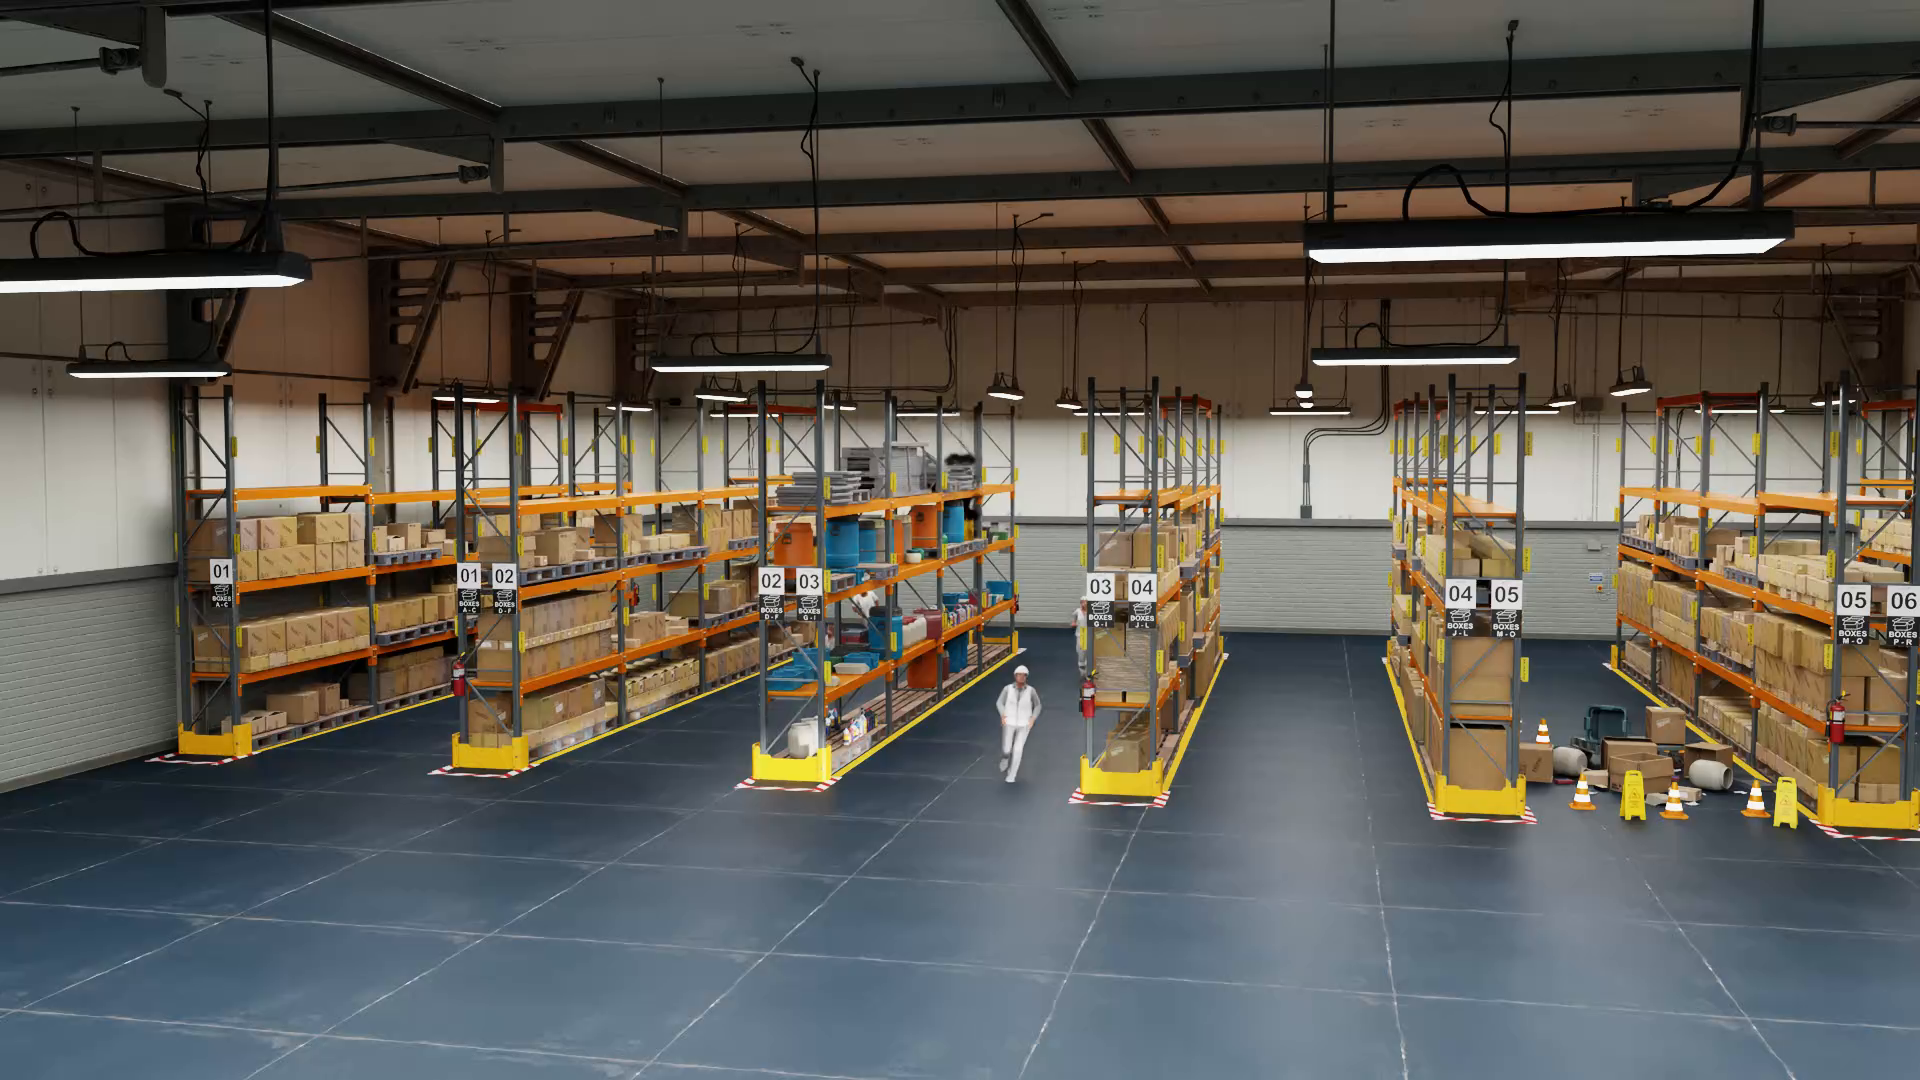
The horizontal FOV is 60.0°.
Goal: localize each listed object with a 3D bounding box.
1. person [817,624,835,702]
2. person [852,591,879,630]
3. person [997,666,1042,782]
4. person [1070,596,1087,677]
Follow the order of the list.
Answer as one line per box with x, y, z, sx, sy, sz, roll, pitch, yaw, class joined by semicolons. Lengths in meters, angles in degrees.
-2.572;2.407;32.348;0.569;1.548;0.684;1;3;13;person
-2.304;1.865;41.024;0.741;1.673;0.580;-1;3;-15;person
0.891;2.745;24.988;0.686;1.729;0.622;0;3;2;person
2.679;2.114;35.639;0.632;1.824;0.705;0;3;4;person
